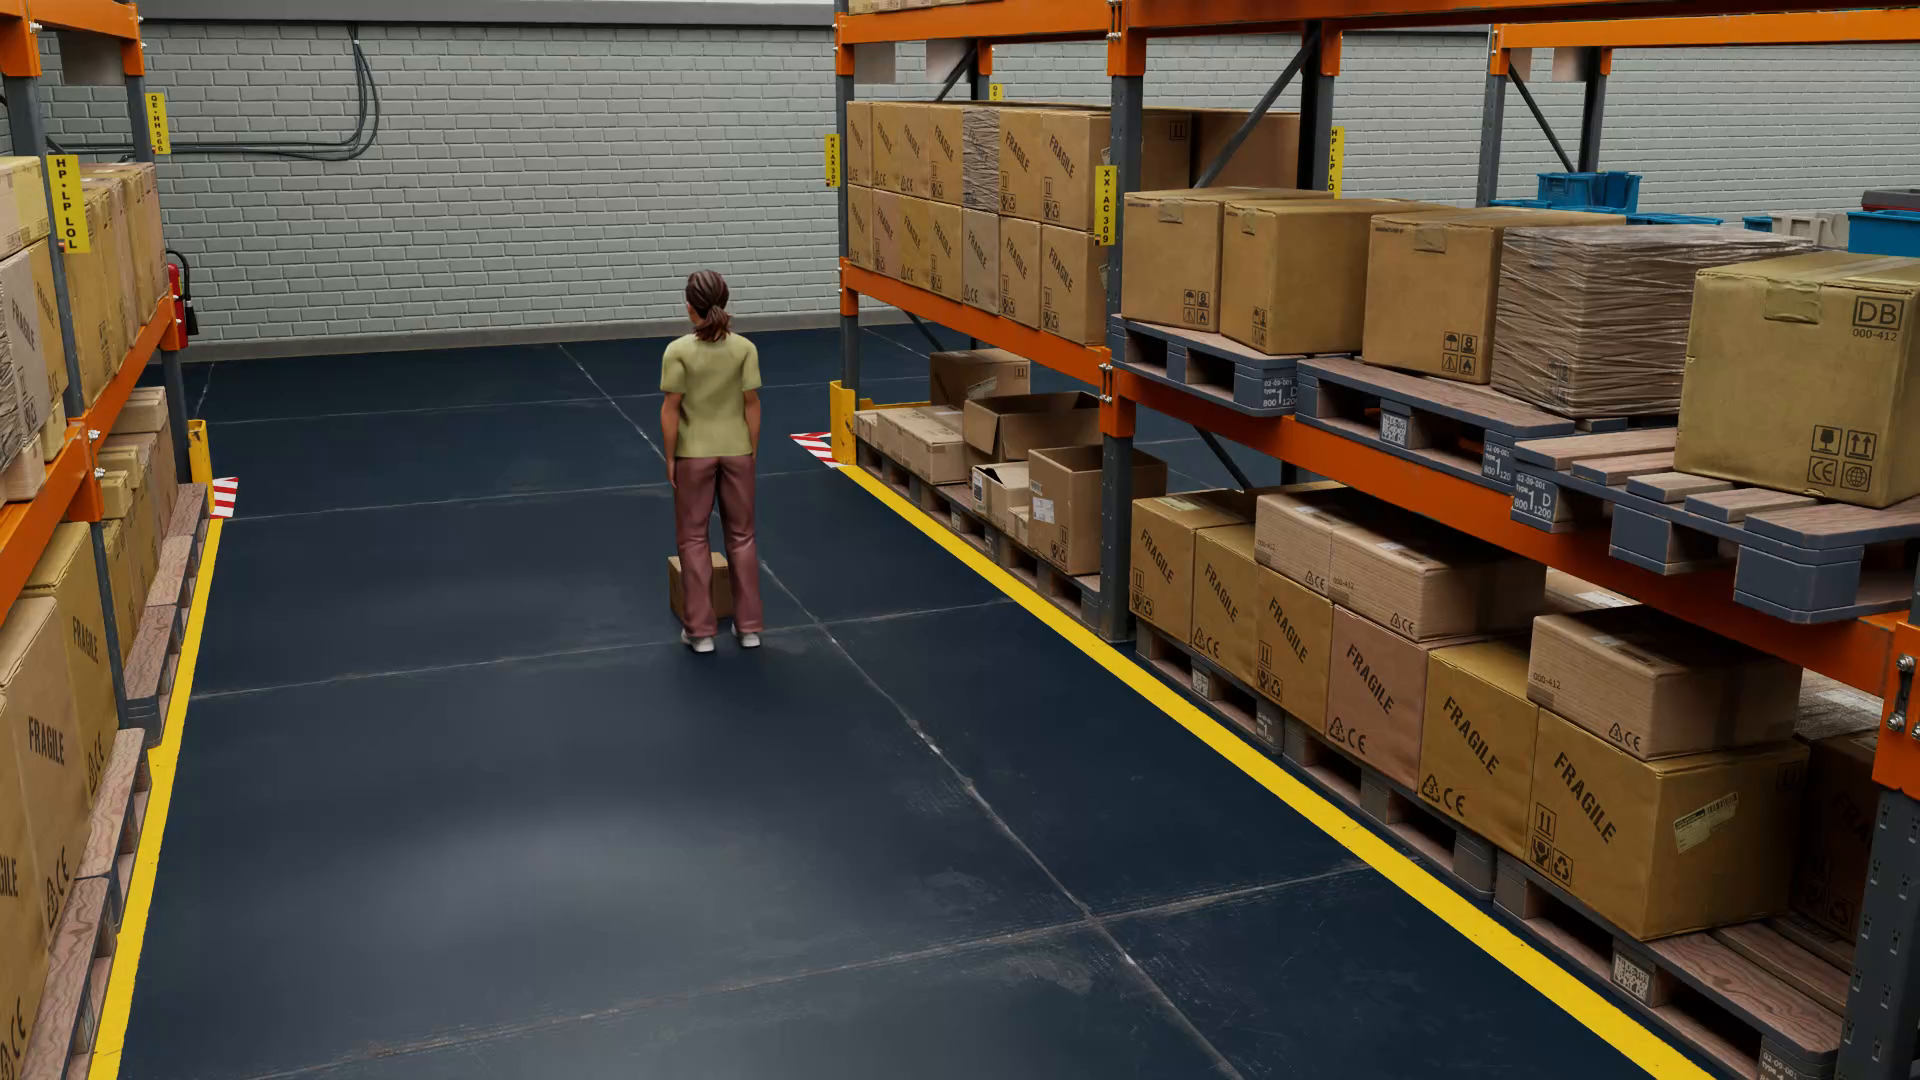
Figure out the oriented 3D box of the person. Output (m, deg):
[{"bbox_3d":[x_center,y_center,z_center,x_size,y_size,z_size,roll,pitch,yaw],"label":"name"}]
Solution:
[{"bbox_3d":[-1.077,-0.337,7.242,0.441,1.671,0.361,-5,17,-19],"label":"person"}]
